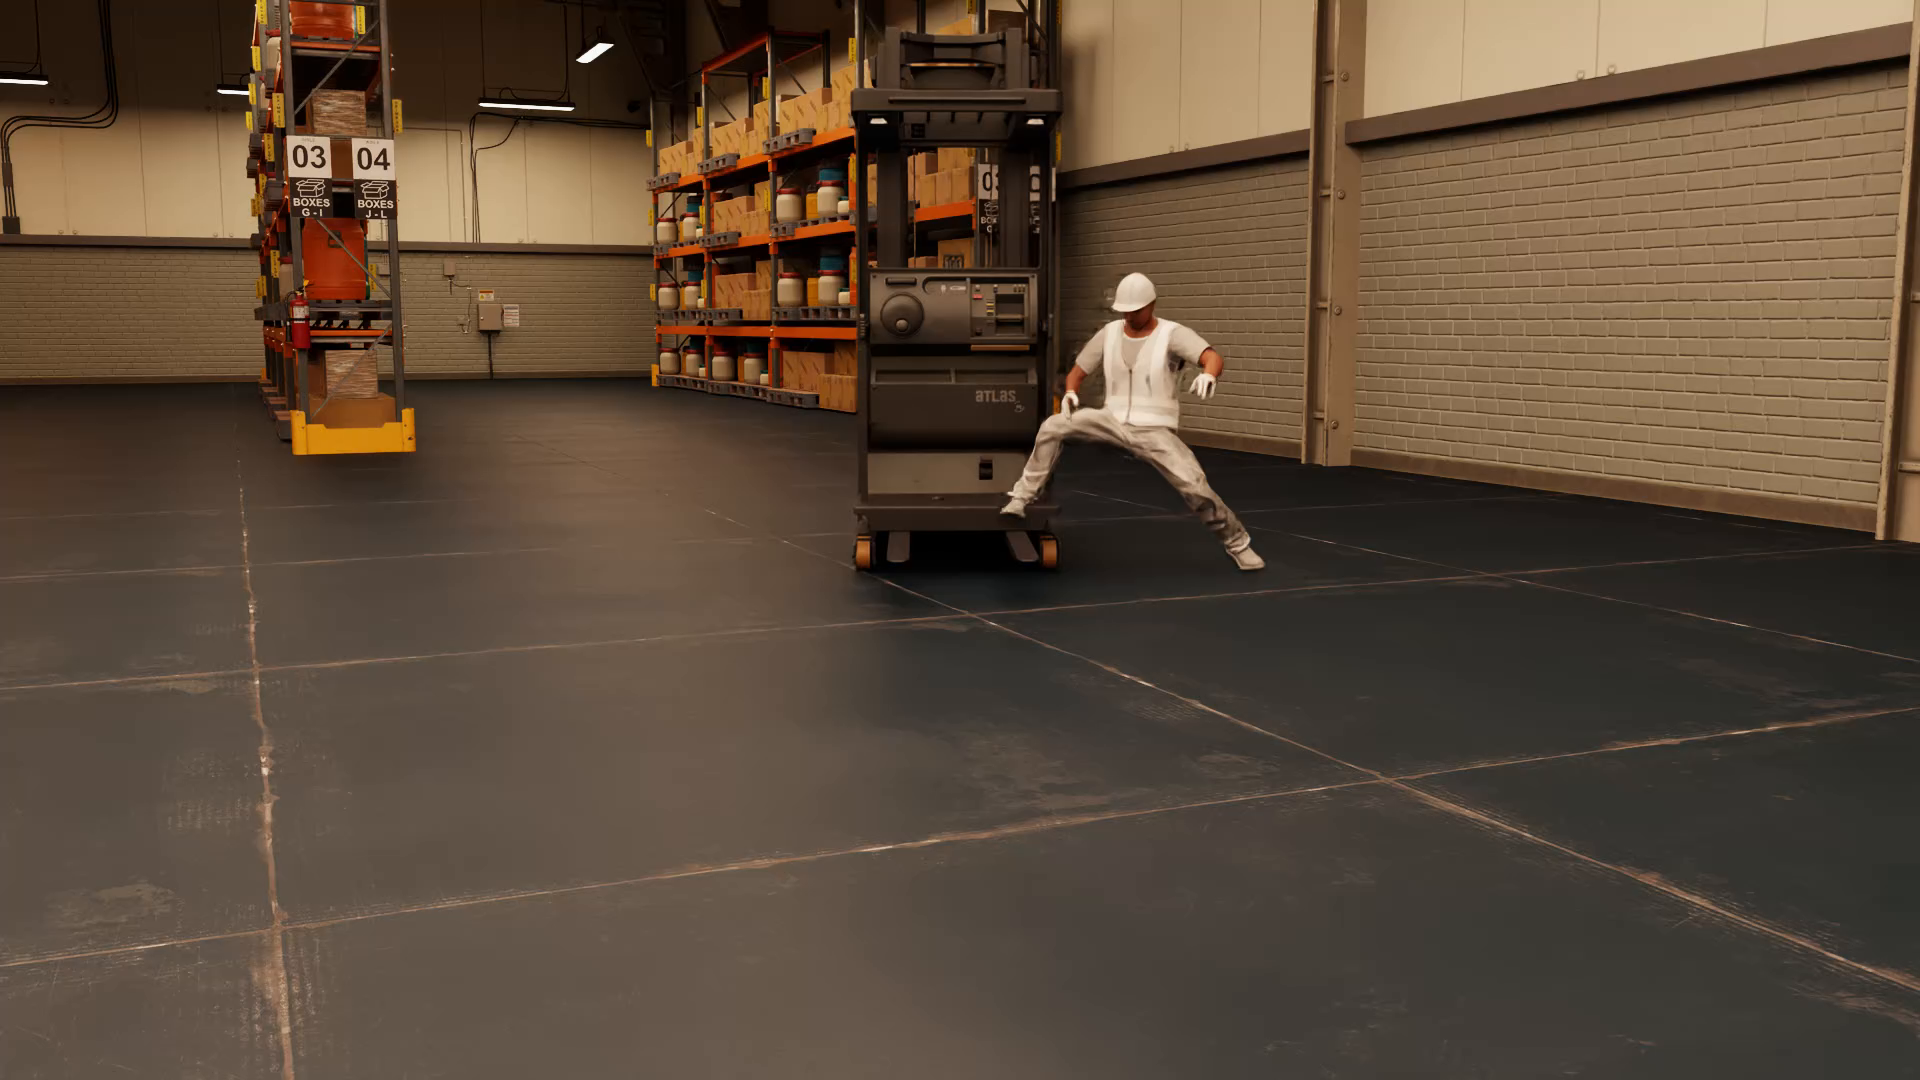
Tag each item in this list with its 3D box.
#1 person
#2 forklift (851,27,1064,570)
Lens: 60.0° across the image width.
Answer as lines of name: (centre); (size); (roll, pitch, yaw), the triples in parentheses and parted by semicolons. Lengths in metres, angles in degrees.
person: (0.931, -0.613, 8.775); (1.247, 1.578, 0.972); (4, 8, 26)
forklift: (-0.025, -1.331, 9.036); (1.130, 2.935, 3.031); (0, 8, -2)
